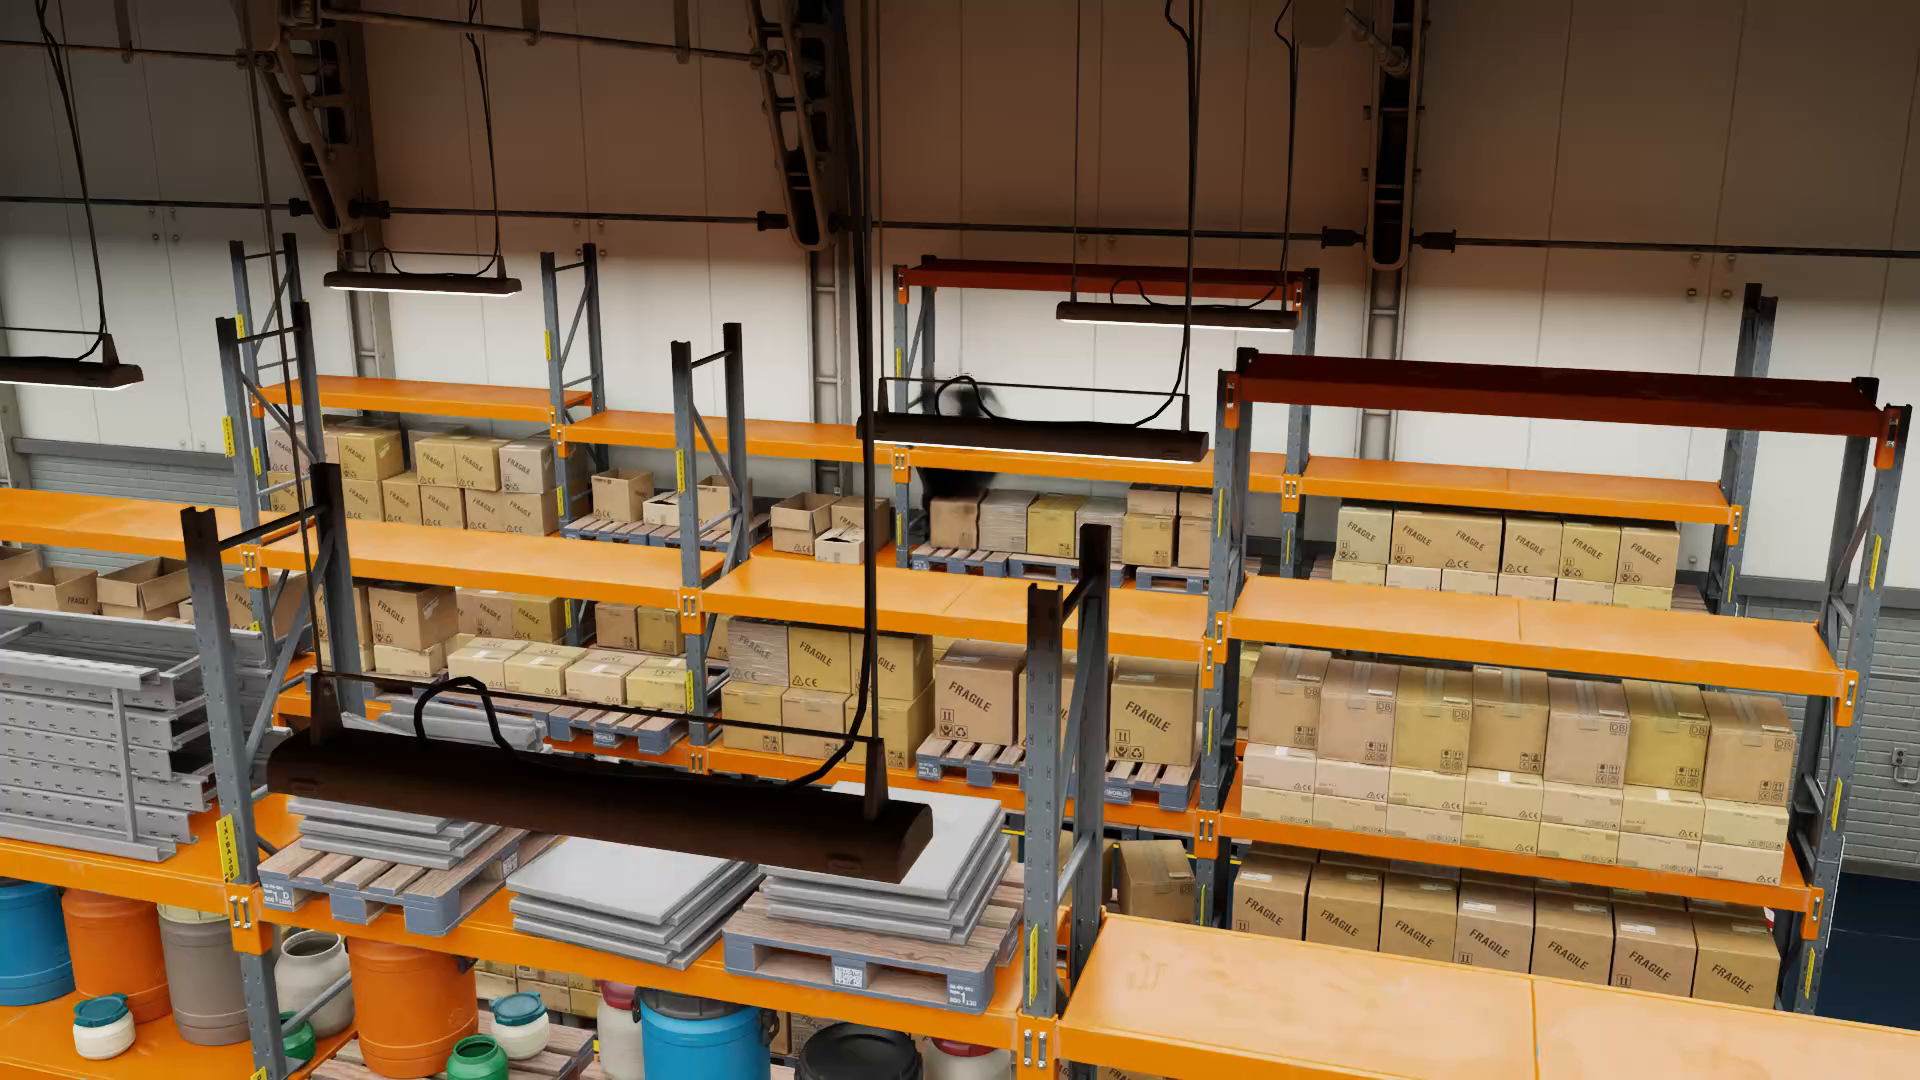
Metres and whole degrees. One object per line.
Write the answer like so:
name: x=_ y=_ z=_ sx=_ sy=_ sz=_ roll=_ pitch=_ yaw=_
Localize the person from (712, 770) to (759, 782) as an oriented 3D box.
person: x=-2.294 y=2.791 z=16.004 sx=0.742 sy=1.797 sz=0.639 roll=4 pitch=16 yaw=12
